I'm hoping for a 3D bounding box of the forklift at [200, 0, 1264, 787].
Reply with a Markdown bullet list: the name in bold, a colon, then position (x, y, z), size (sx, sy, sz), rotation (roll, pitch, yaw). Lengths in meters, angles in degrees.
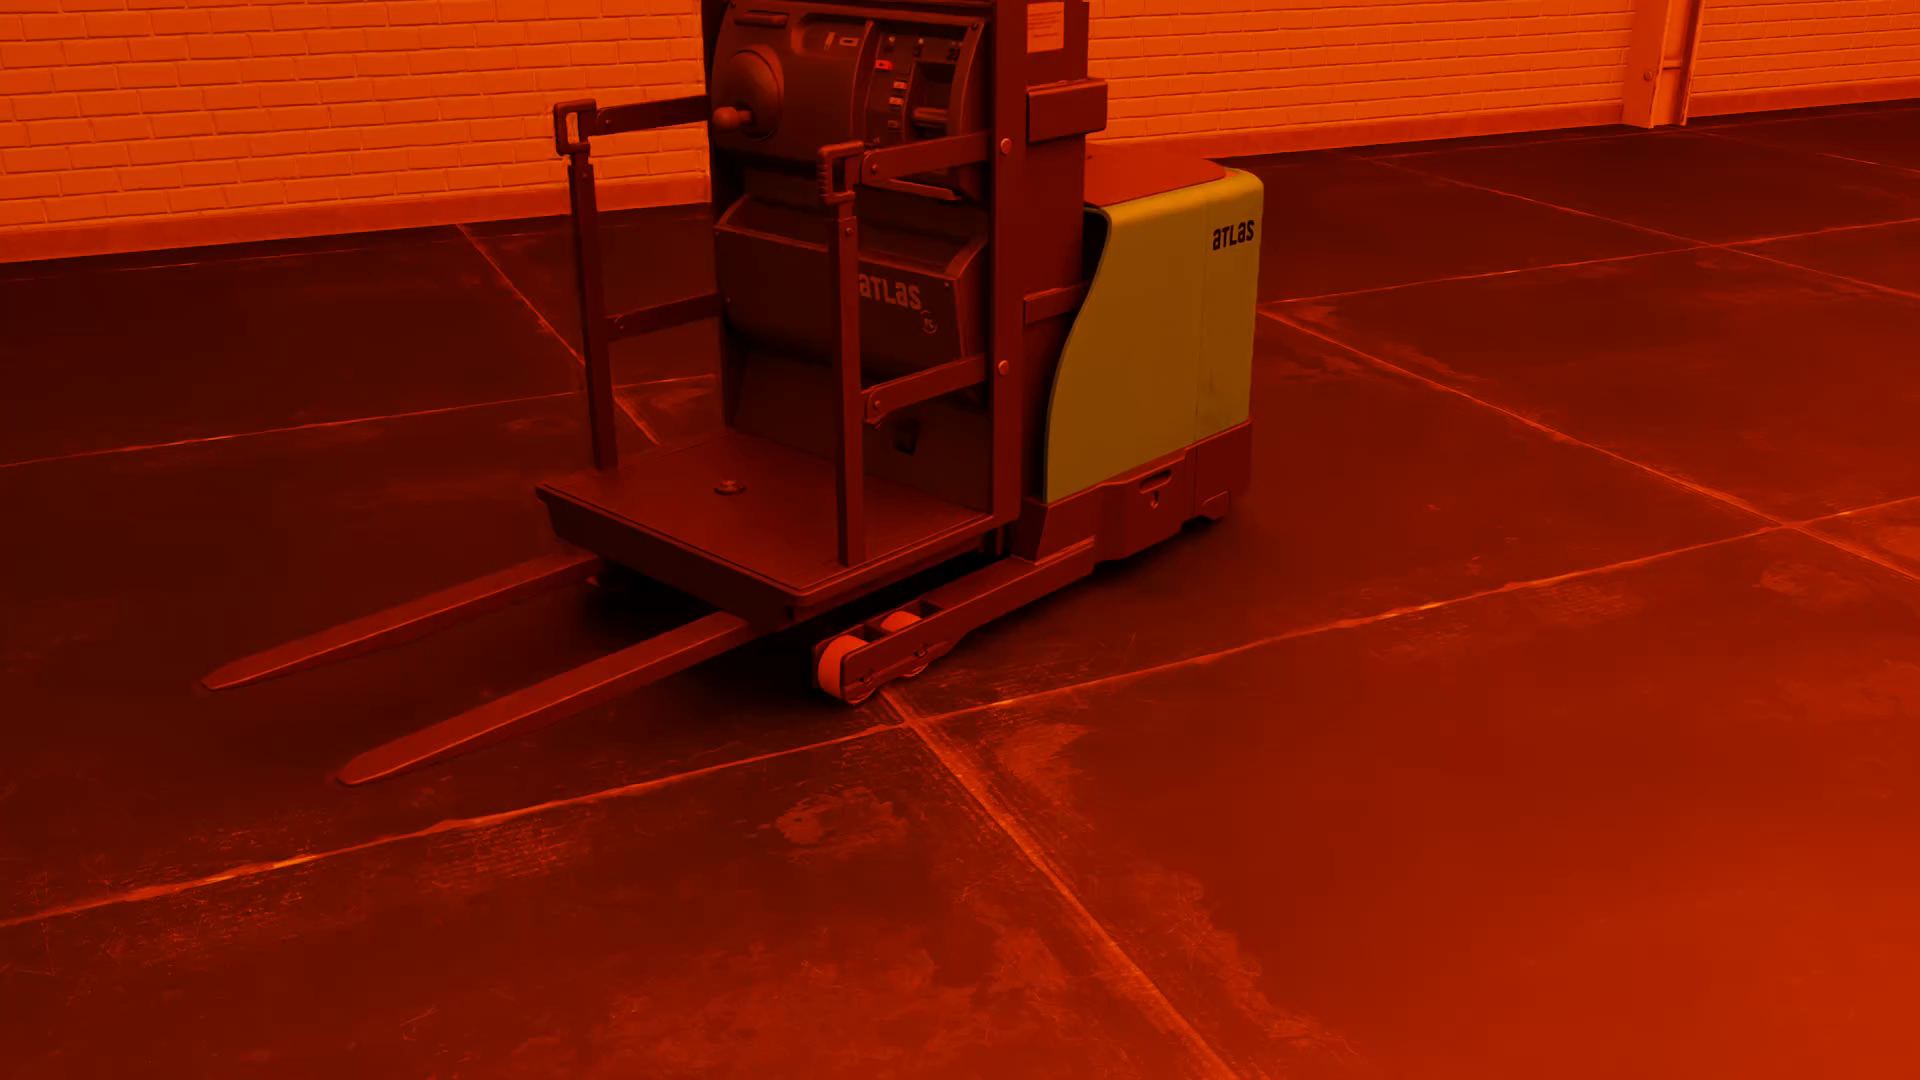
- **forklift**: position (-0.447, -1.168, 4.098), size (1.130, 2.935, 3.031), rotation (19, 29, 39)
